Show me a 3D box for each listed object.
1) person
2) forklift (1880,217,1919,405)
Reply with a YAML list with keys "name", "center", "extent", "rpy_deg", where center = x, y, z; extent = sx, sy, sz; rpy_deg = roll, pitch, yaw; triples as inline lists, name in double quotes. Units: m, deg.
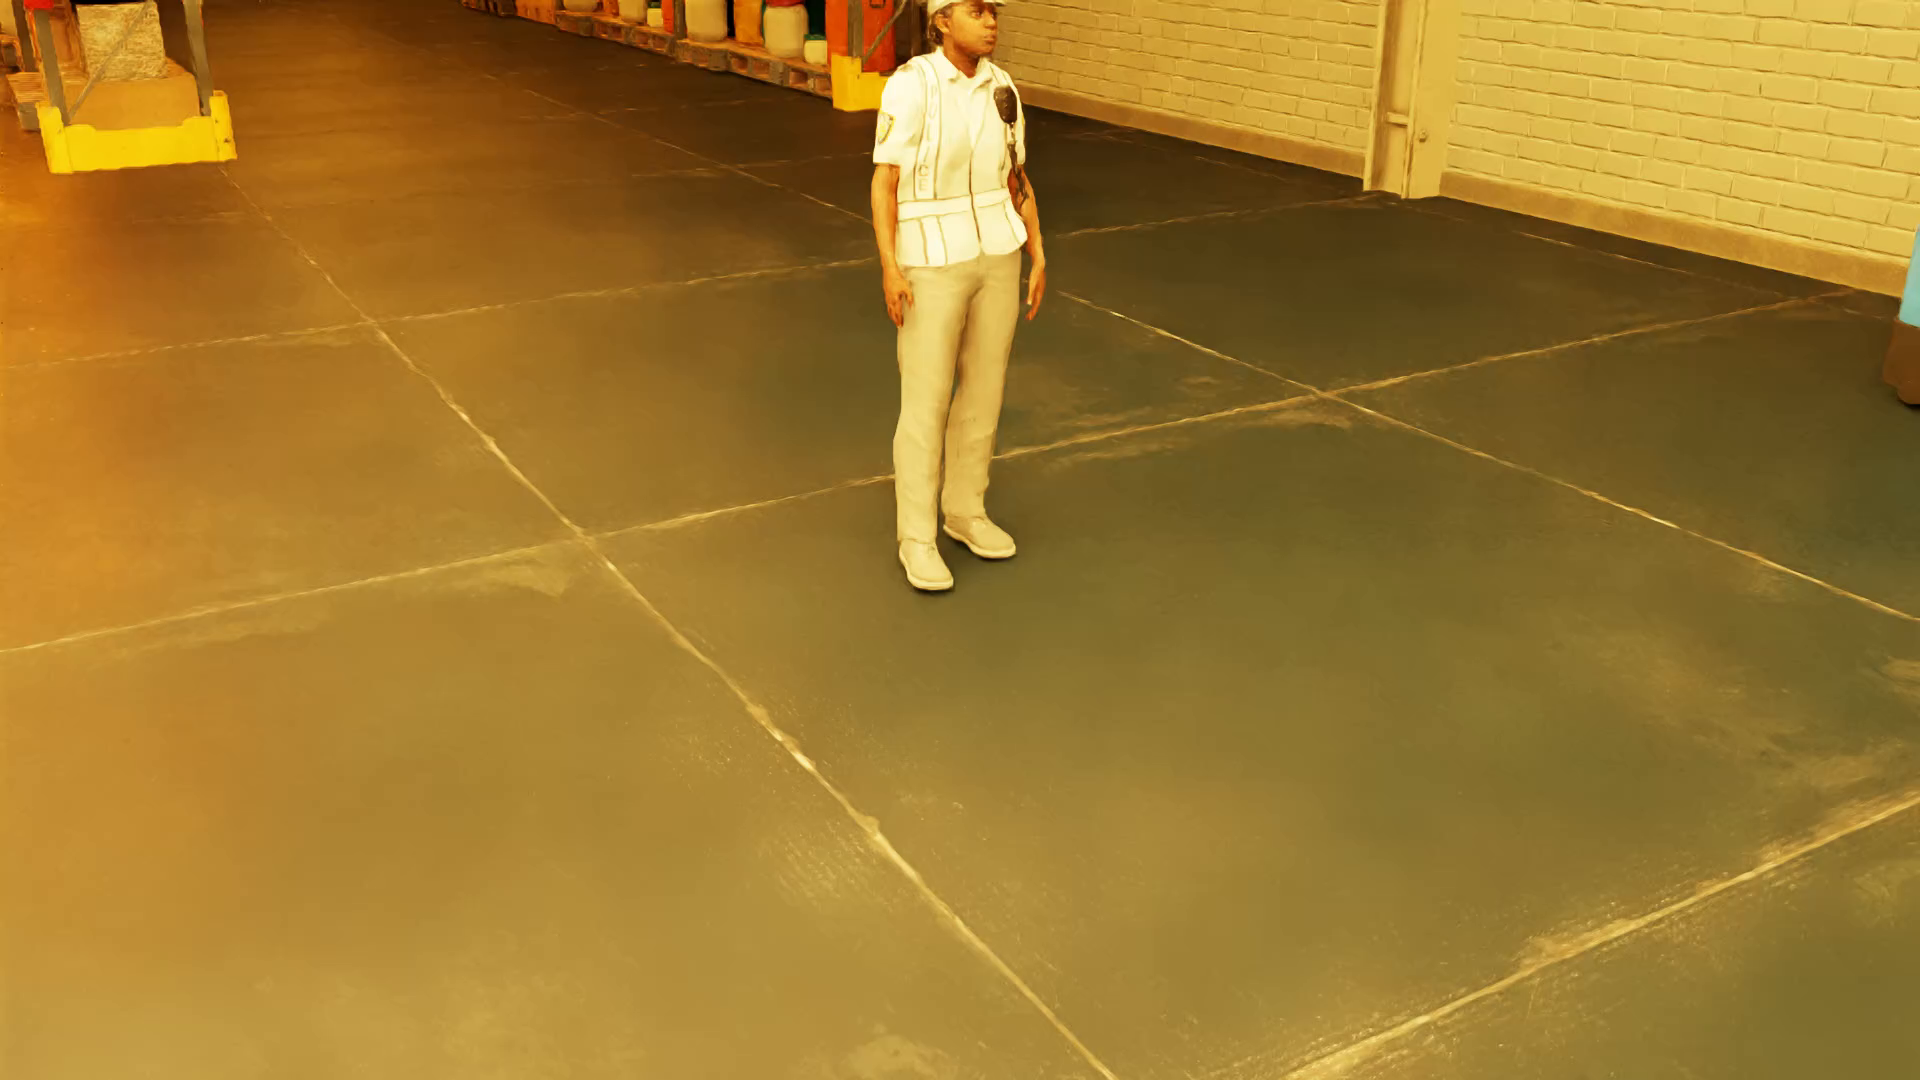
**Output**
- name: "person"
  center: [0.021, -0.763, 4.741]
  extent: [0.570, 1.695, 0.529]
  rpy_deg: [-12, 25, -28]
- name: "forklift"
  center: [4.343, -1.406, 4.700]
  extent: [1.130, 2.935, 3.031]
  rpy_deg: [-4, 23, -9]
